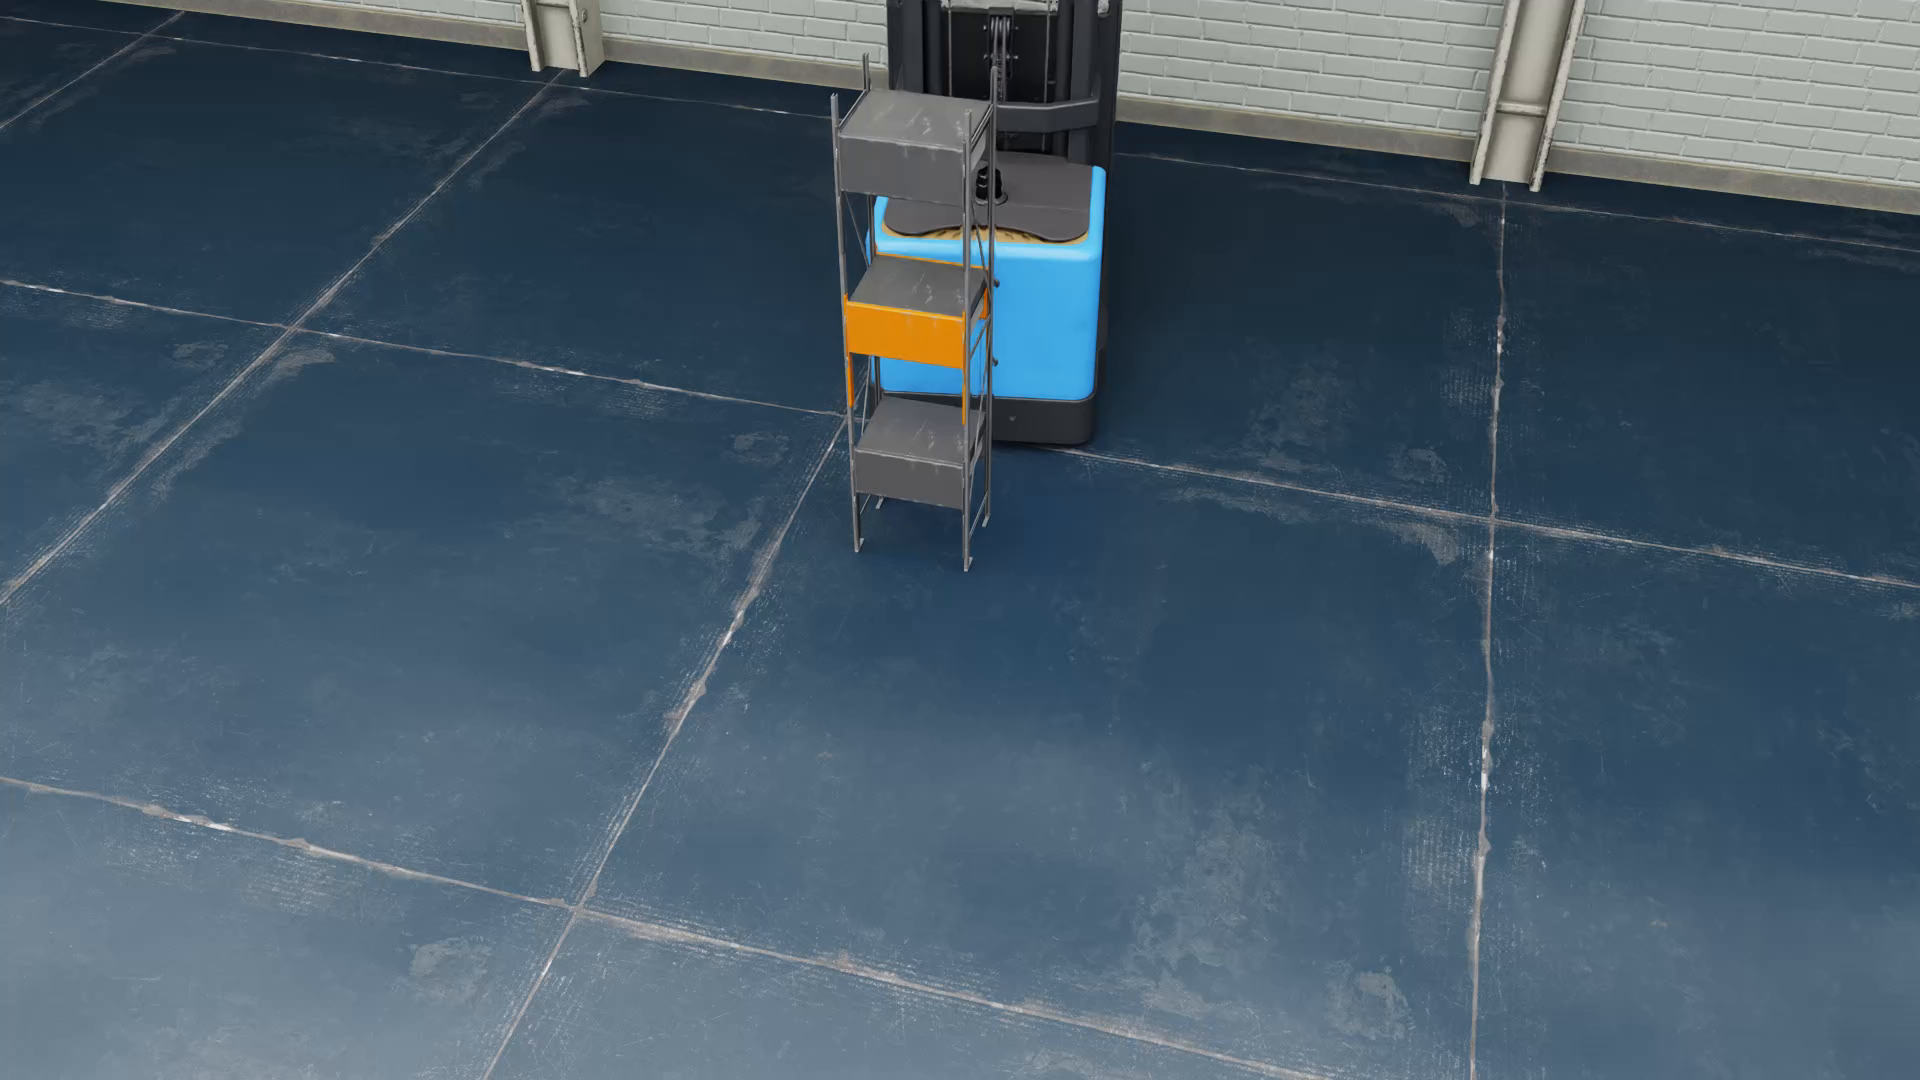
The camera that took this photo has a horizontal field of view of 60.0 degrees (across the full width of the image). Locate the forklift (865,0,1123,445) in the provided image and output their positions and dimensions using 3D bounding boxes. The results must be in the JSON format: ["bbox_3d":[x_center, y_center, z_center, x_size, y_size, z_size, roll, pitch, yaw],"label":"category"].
[{"bbox_3d":[0.227,-2.501,7.949,1.130,2.935,3.031,3,40,4],"label":"forklift"}]

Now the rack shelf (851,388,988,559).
[{"bbox_3d":[-0.160,-0.285,7.066,0.480,0.518,0.431,10,41,11],"label":"rack shelf"}]

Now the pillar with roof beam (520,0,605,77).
[{"bbox_3d":[-3.695,-3.919,4.920,0.400,9.000,9.100,10,41,11],"label":"pillar with roof beam"}]

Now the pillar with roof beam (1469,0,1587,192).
[{"bbox_3d":[2.101,-2.922,3.732,0.400,9.000,9.100,10,41,11],"label":"pillar with roof beam"}]

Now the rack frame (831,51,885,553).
[{"bbox_3d":[-0.396,-0.872,6.656,0.015,2.100,0.400,10,41,11],"label":"rack frame"}]

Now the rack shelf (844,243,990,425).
[{"bbox_3d":[-0.160,-0.821,6.616,0.480,0.518,0.431,10,41,11],"label":"rack shelf"}]

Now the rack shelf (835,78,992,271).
[{"bbox_3d":[-0.160,-1.357,6.166,0.480,0.518,0.431,10,41,11],"label":"rack shelf"}]

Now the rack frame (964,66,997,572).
[{"bbox_3d":[0.076,-0.791,6.559,0.015,2.100,0.400,10,41,11],"label":"rack frame"}]

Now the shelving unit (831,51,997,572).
[{"bbox_3d":[-0.160,-0.832,6.608,0.503,2.100,0.431,10,41,11],"label":"shelving unit"}]
